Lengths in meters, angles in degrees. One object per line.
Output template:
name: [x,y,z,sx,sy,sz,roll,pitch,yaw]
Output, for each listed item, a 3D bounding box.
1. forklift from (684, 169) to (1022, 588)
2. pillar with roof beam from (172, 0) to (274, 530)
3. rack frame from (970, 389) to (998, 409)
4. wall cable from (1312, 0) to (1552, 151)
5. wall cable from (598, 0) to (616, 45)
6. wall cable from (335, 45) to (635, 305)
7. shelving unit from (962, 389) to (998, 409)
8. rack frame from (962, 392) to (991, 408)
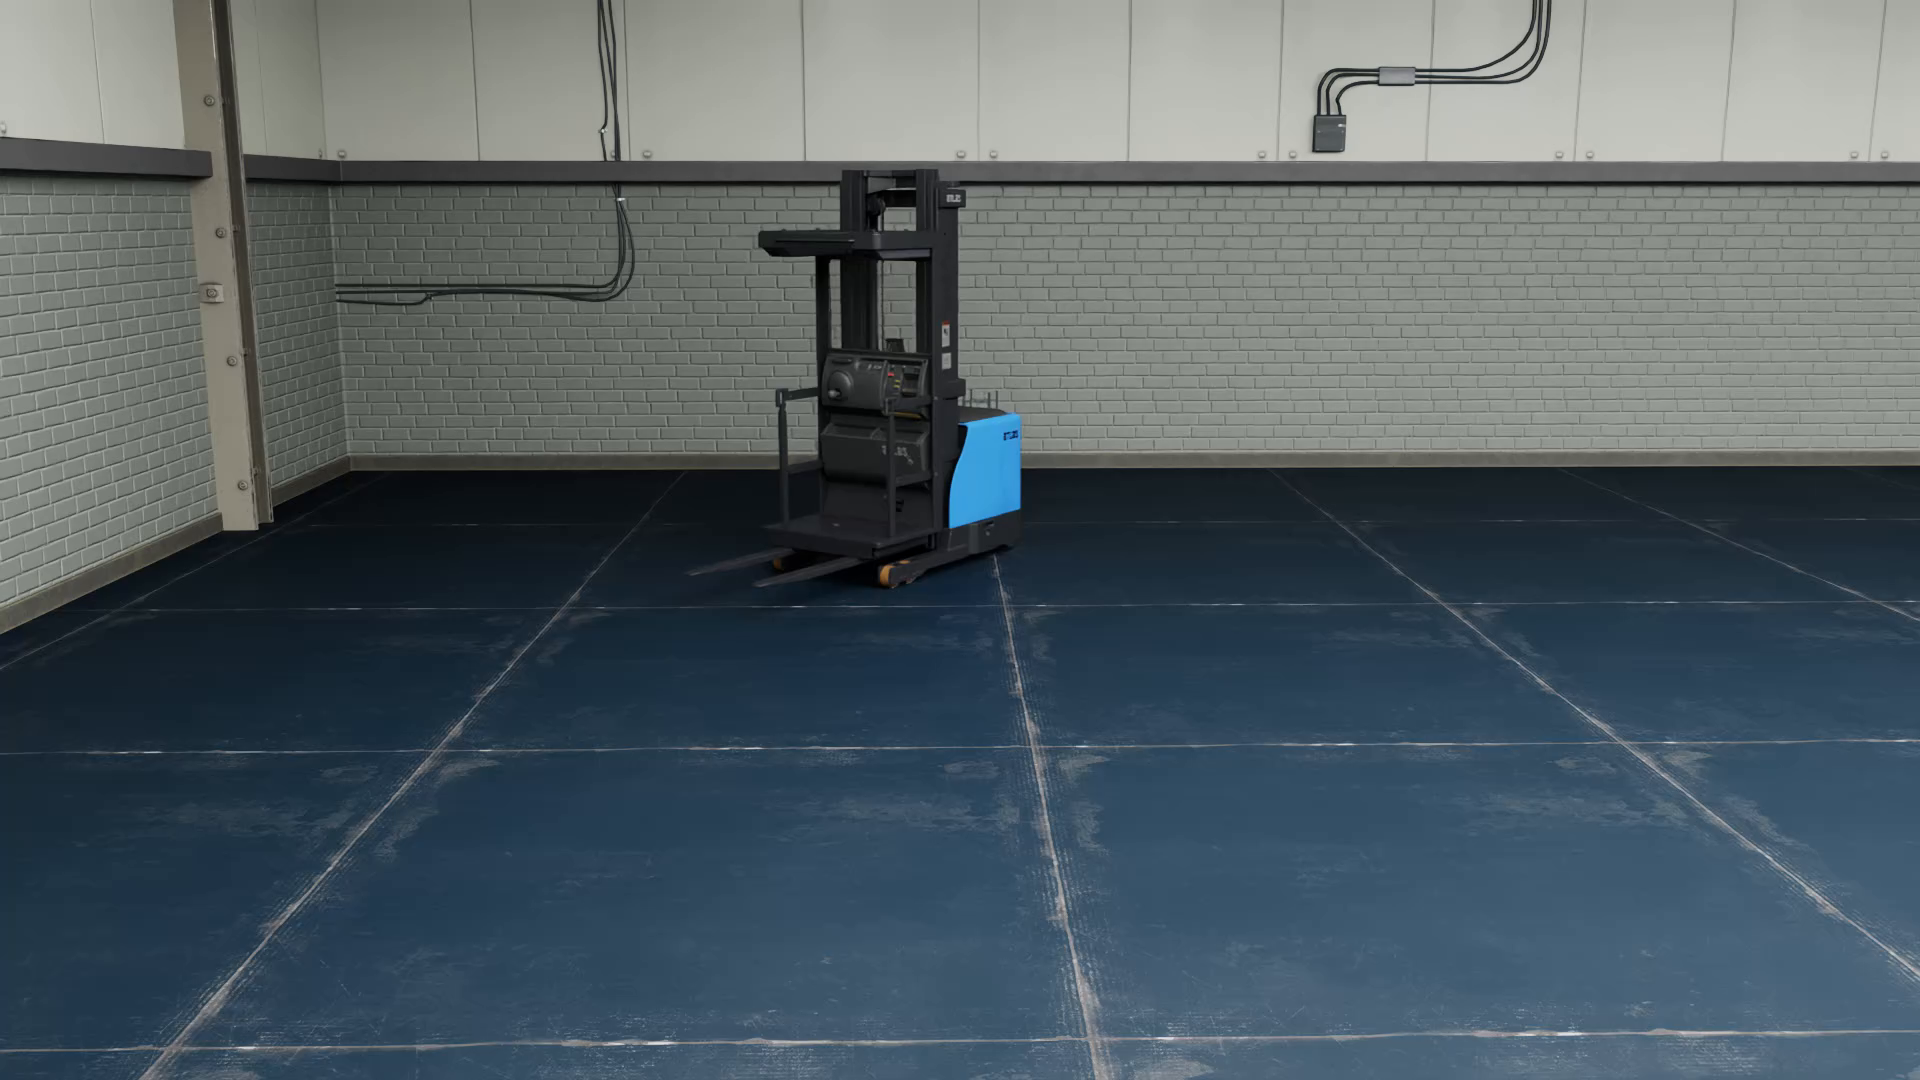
forklift: [-0.749,-1.200,12.101,1.130,2.935,3.031,8,14,34]
pillar with roof beam: [-1.767,-4.549,13.351,9.100,9.000,0.400,0,11,-1]
rack frame: [0.196,-0.641,13.700,0.240,1.200,0.006,4,12,20]
wall cable: [4.682,-6.825,16.015,2.305,6.003,0.169,0,11,-1]
wall cable: [-2.105,-6.087,16.038,3.097,2.526,0.112,0,11,-1]
wall cable: [-4.810,-3.601,16.486,3.097,2.526,0.112,0,11,-1]
shelving unit: [0.165,-0.624,13.616,0.258,1.200,0.189,4,12,20]
rack frame: [0.133,-0.607,13.532,0.240,1.200,0.006,4,12,20]
